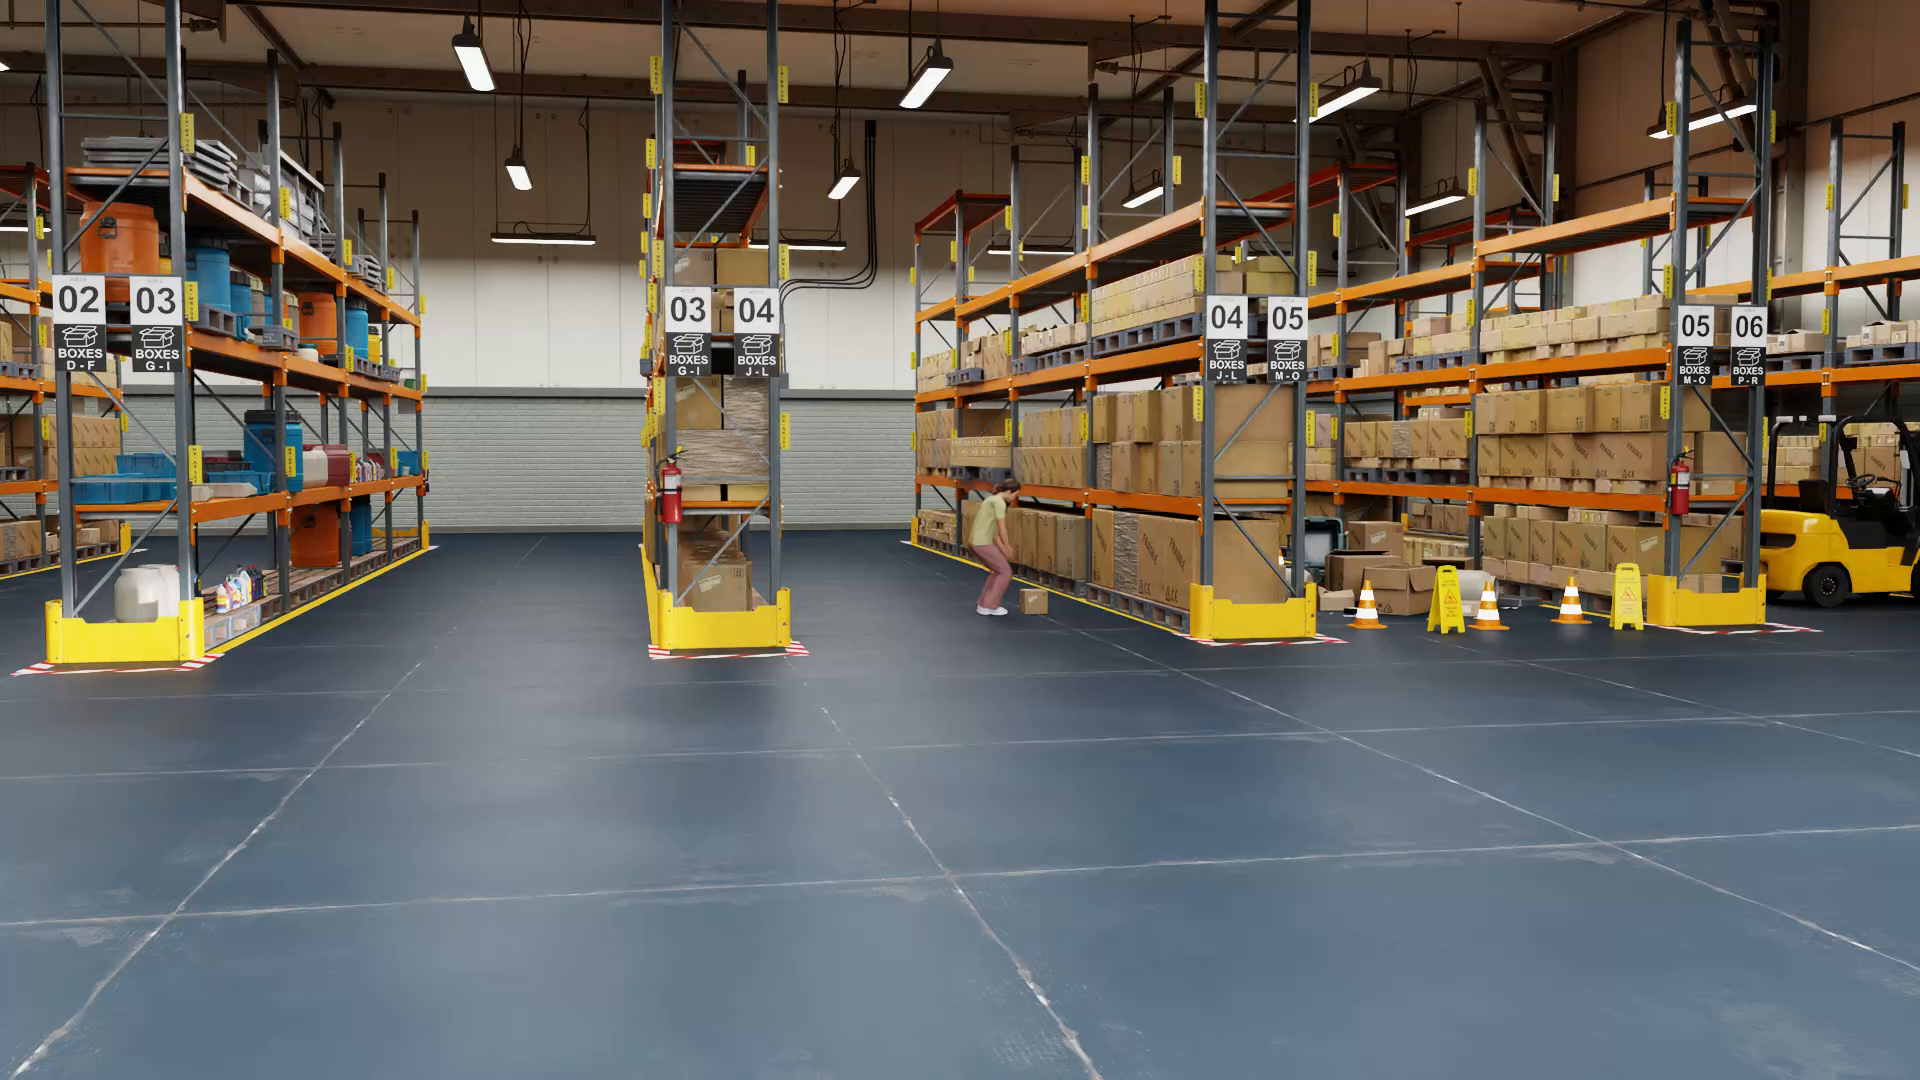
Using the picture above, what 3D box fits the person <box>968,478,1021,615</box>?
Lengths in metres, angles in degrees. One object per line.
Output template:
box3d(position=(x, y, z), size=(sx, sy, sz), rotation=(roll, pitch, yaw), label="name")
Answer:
box3d(position=(0.371, 0.064, 17.935), size=(0.575, 1.469, 0.504), rotation=(-1, 3, -11), label="person")
